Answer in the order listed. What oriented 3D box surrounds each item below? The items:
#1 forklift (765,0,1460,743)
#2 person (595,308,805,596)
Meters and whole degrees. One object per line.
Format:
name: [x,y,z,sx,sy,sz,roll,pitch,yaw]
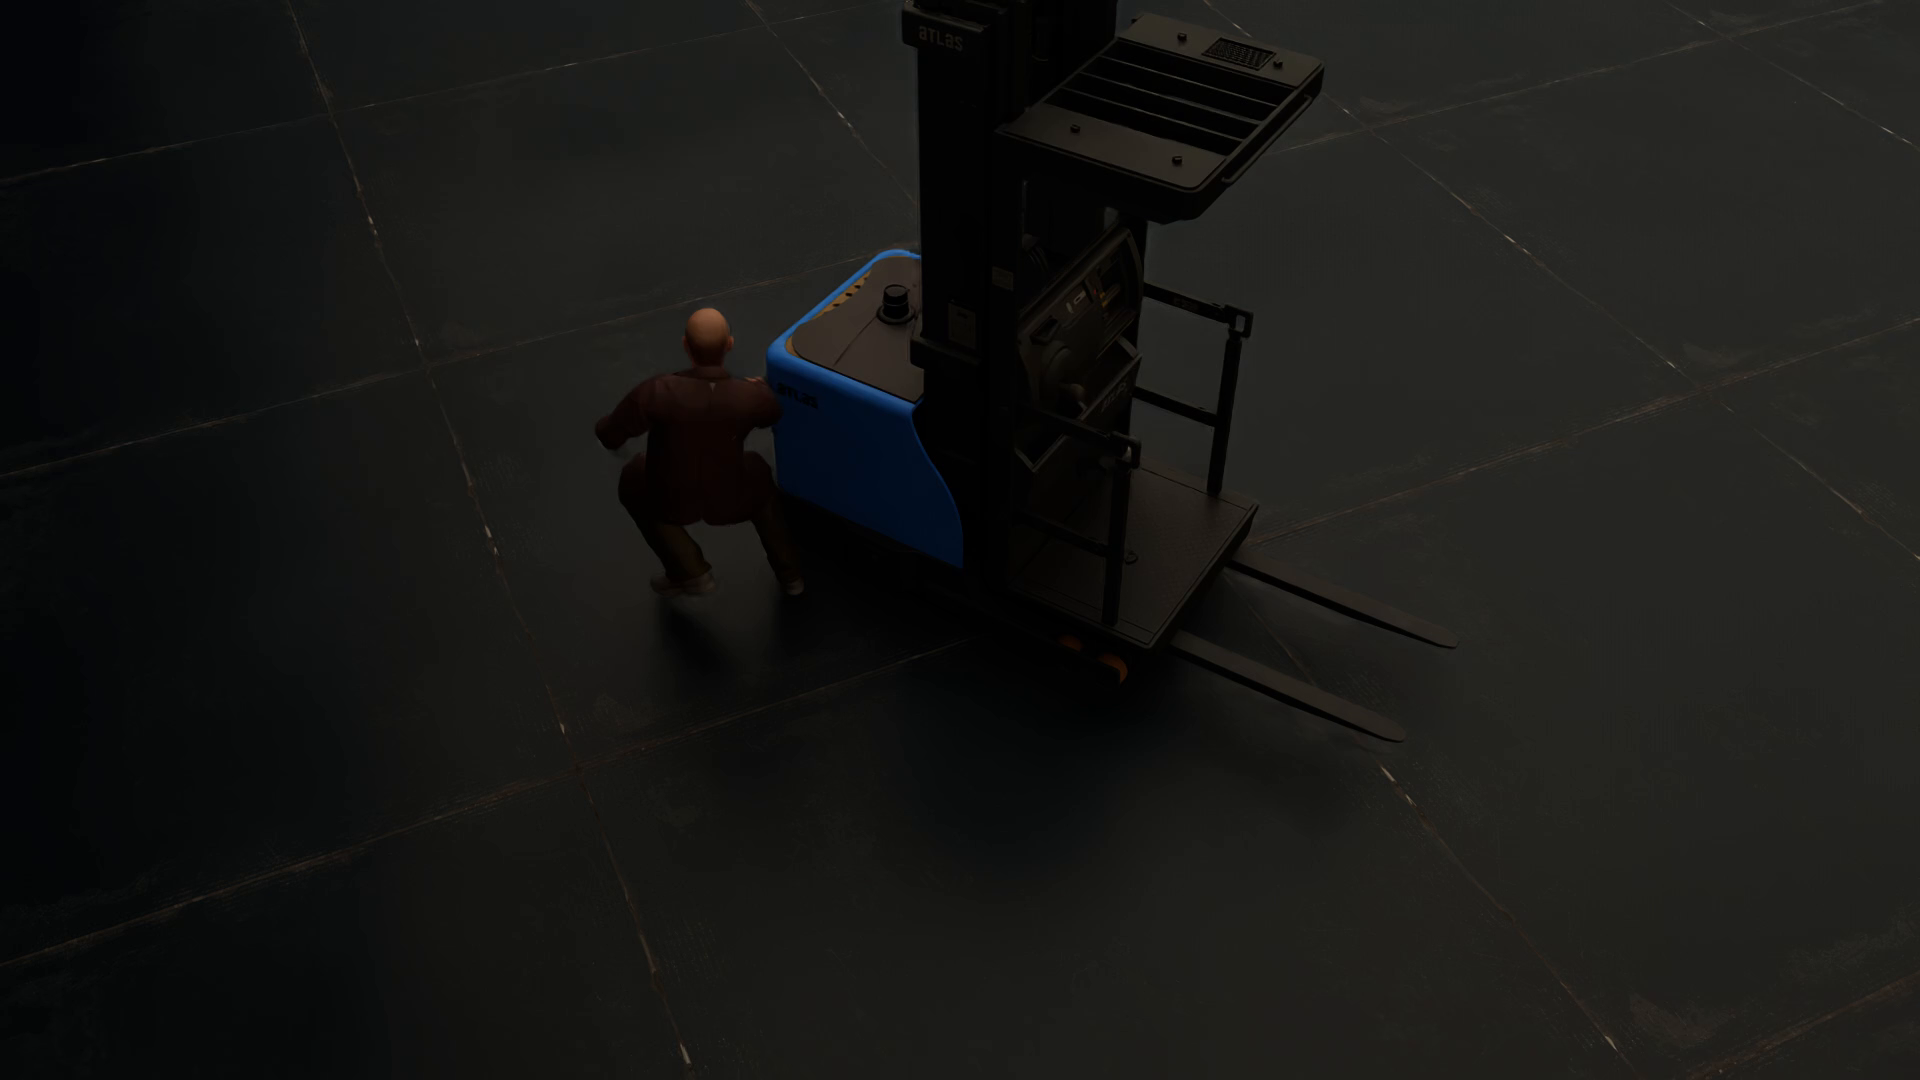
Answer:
forklift: [0.662,-0.846,6.586,3.031,2.935,1.130,23,48,23]
person: [-1.110,-0.367,7.071,0.817,1.565,0.745,-10,44,-11]
